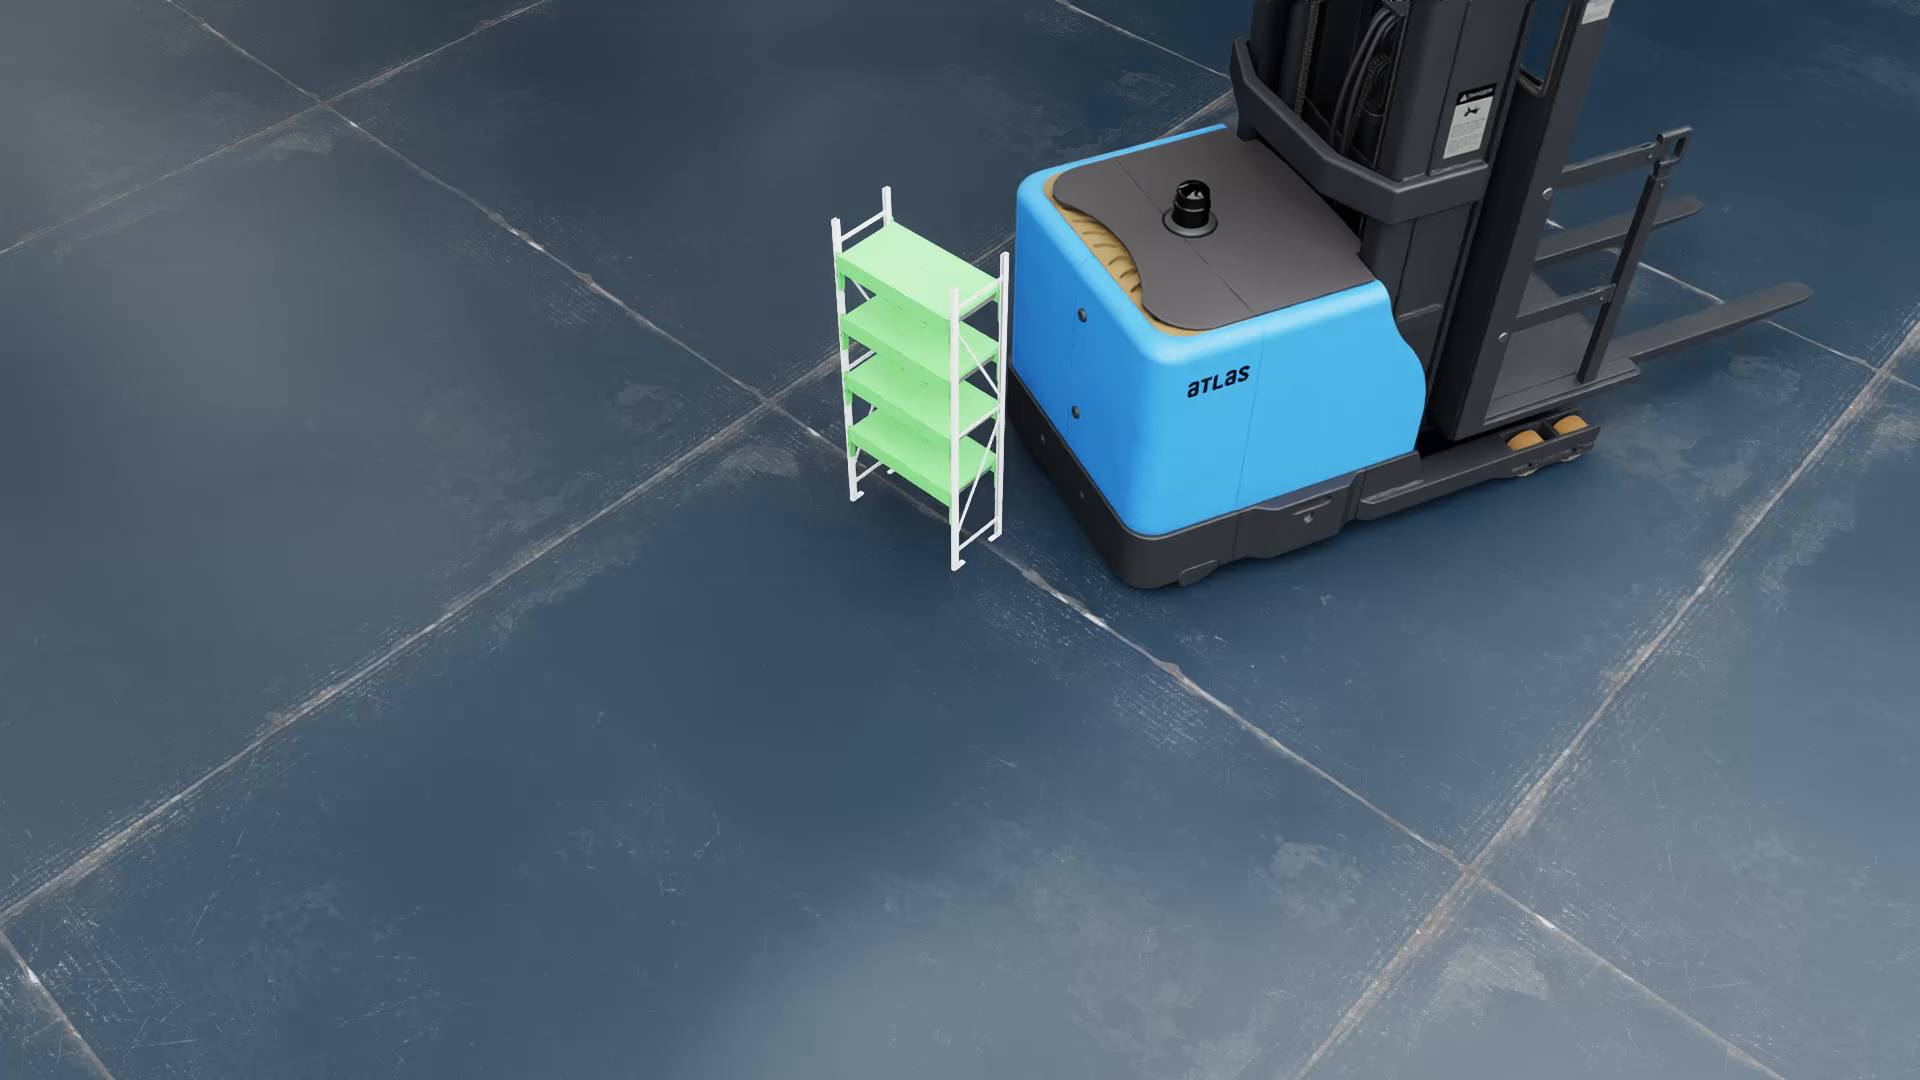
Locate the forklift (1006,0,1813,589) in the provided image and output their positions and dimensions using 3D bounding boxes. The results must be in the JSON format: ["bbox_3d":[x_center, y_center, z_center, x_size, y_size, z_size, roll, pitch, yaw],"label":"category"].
[{"bbox_3d":[1.733,-1.566,5.210,3.031,2.935,1.130,-18,49,-16],"label":"forklift"}]

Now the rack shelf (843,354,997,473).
[{"bbox_3d":[-0.122,-0.449,5.436,0.480,0.148,0.258,34,55,28],"label":"rack shelf"}]

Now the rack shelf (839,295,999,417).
[{"bbox_3d":[-0.122,-0.613,5.261,0.480,0.148,0.258,34,55,28],"label":"rack shelf"}]

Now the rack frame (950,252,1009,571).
[{"bbox_3d":[0.058,-0.372,5.276,0.015,1.200,0.240,34,55,28],"label":"rack frame"}]

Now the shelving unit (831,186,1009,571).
[{"bbox_3d":[-0.122,-0.493,5.389,0.503,1.200,0.258,34,55,28],"label":"shelving unit"}]

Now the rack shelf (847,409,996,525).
[{"bbox_3d":[-0.122,-0.285,5.611,0.480,0.148,0.258,34,55,28],"label":"rack shelf"}]

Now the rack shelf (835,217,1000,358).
[{"bbox_3d":[-0.122,-0.777,5.086,0.480,0.148,0.258,34,55,28],"label":"rack shelf"}]

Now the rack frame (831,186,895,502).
[{"bbox_3d":[-0.301,-0.613,5.503,0.015,1.200,0.240,34,55,28],"label":"rack frame"}]
